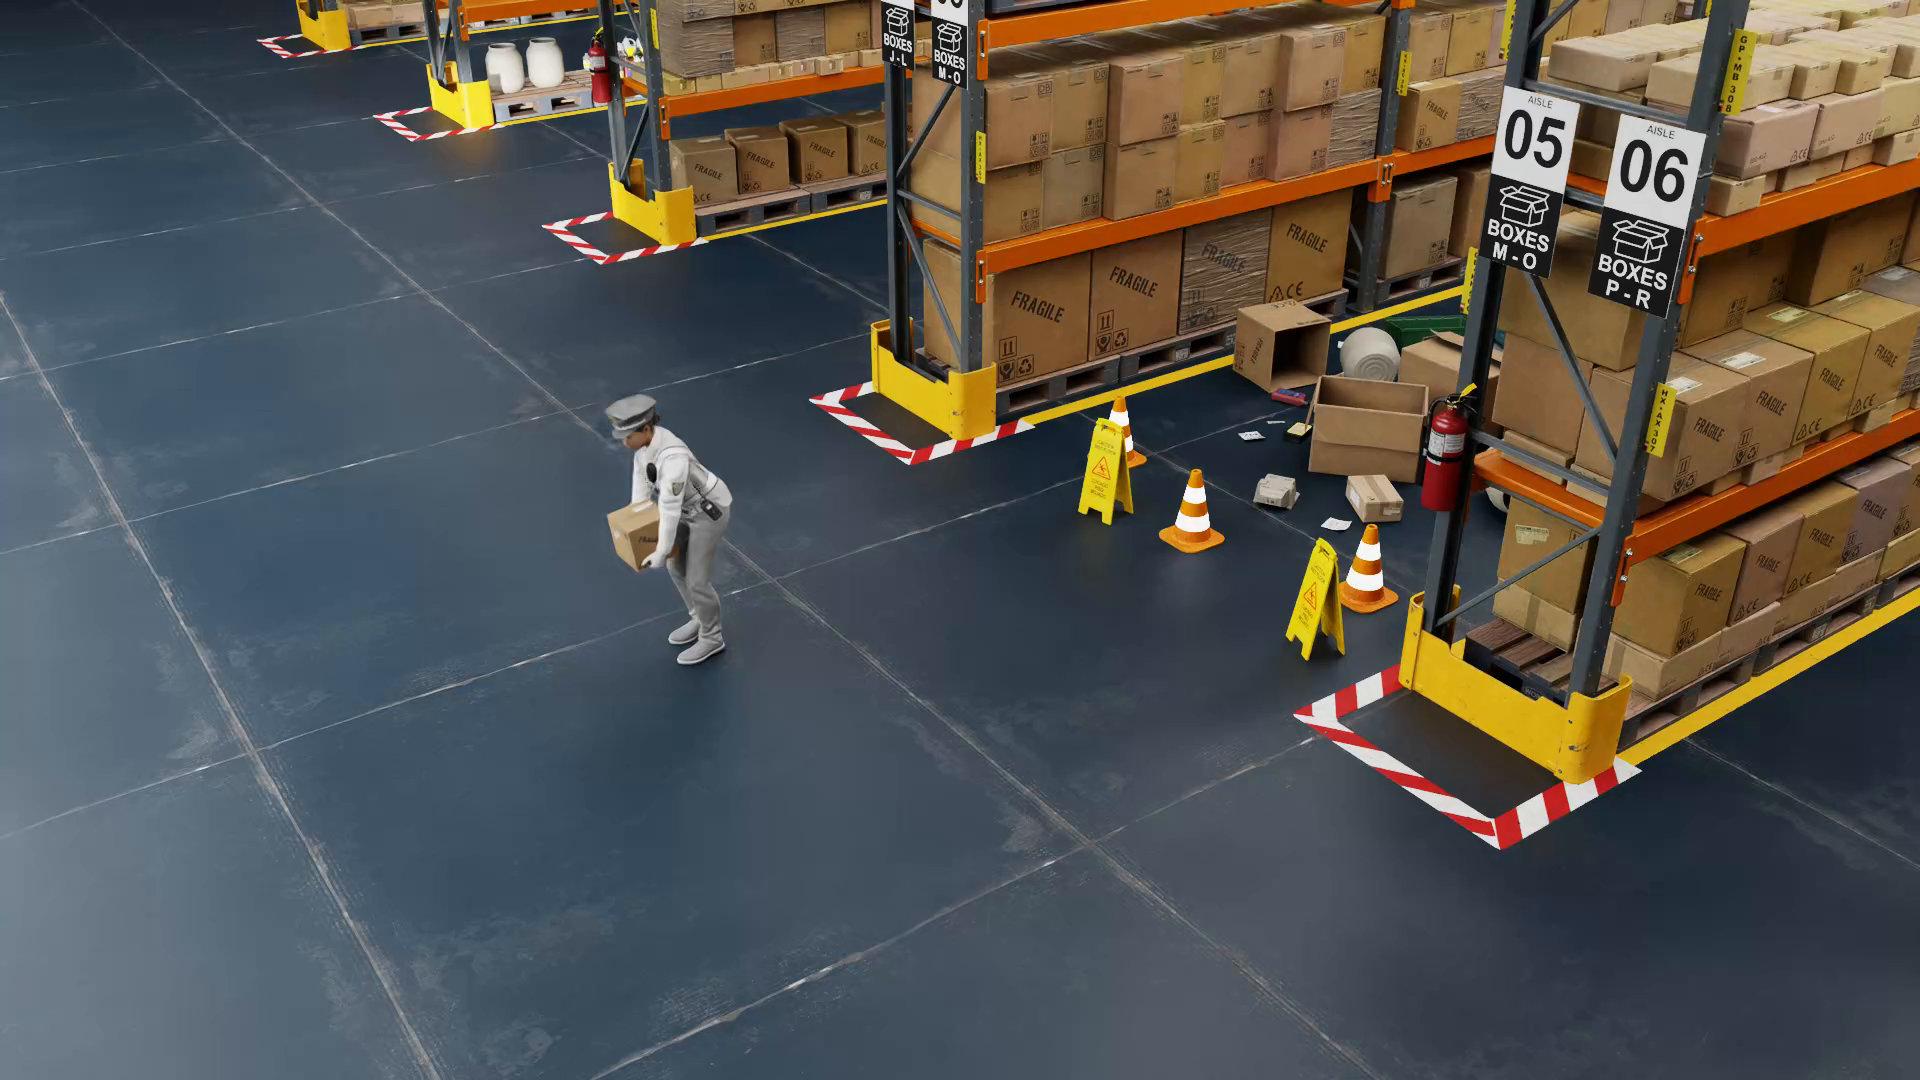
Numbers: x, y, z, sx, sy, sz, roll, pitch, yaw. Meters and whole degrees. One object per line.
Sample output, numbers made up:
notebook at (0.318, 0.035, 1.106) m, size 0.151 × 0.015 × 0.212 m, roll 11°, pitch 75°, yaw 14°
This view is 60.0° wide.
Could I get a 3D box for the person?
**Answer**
person at (-1.512, -0.066, 8.848) m, size 0.623 × 1.572 × 0.407 m, roll -20°, pitch 34°, yaw -31°
